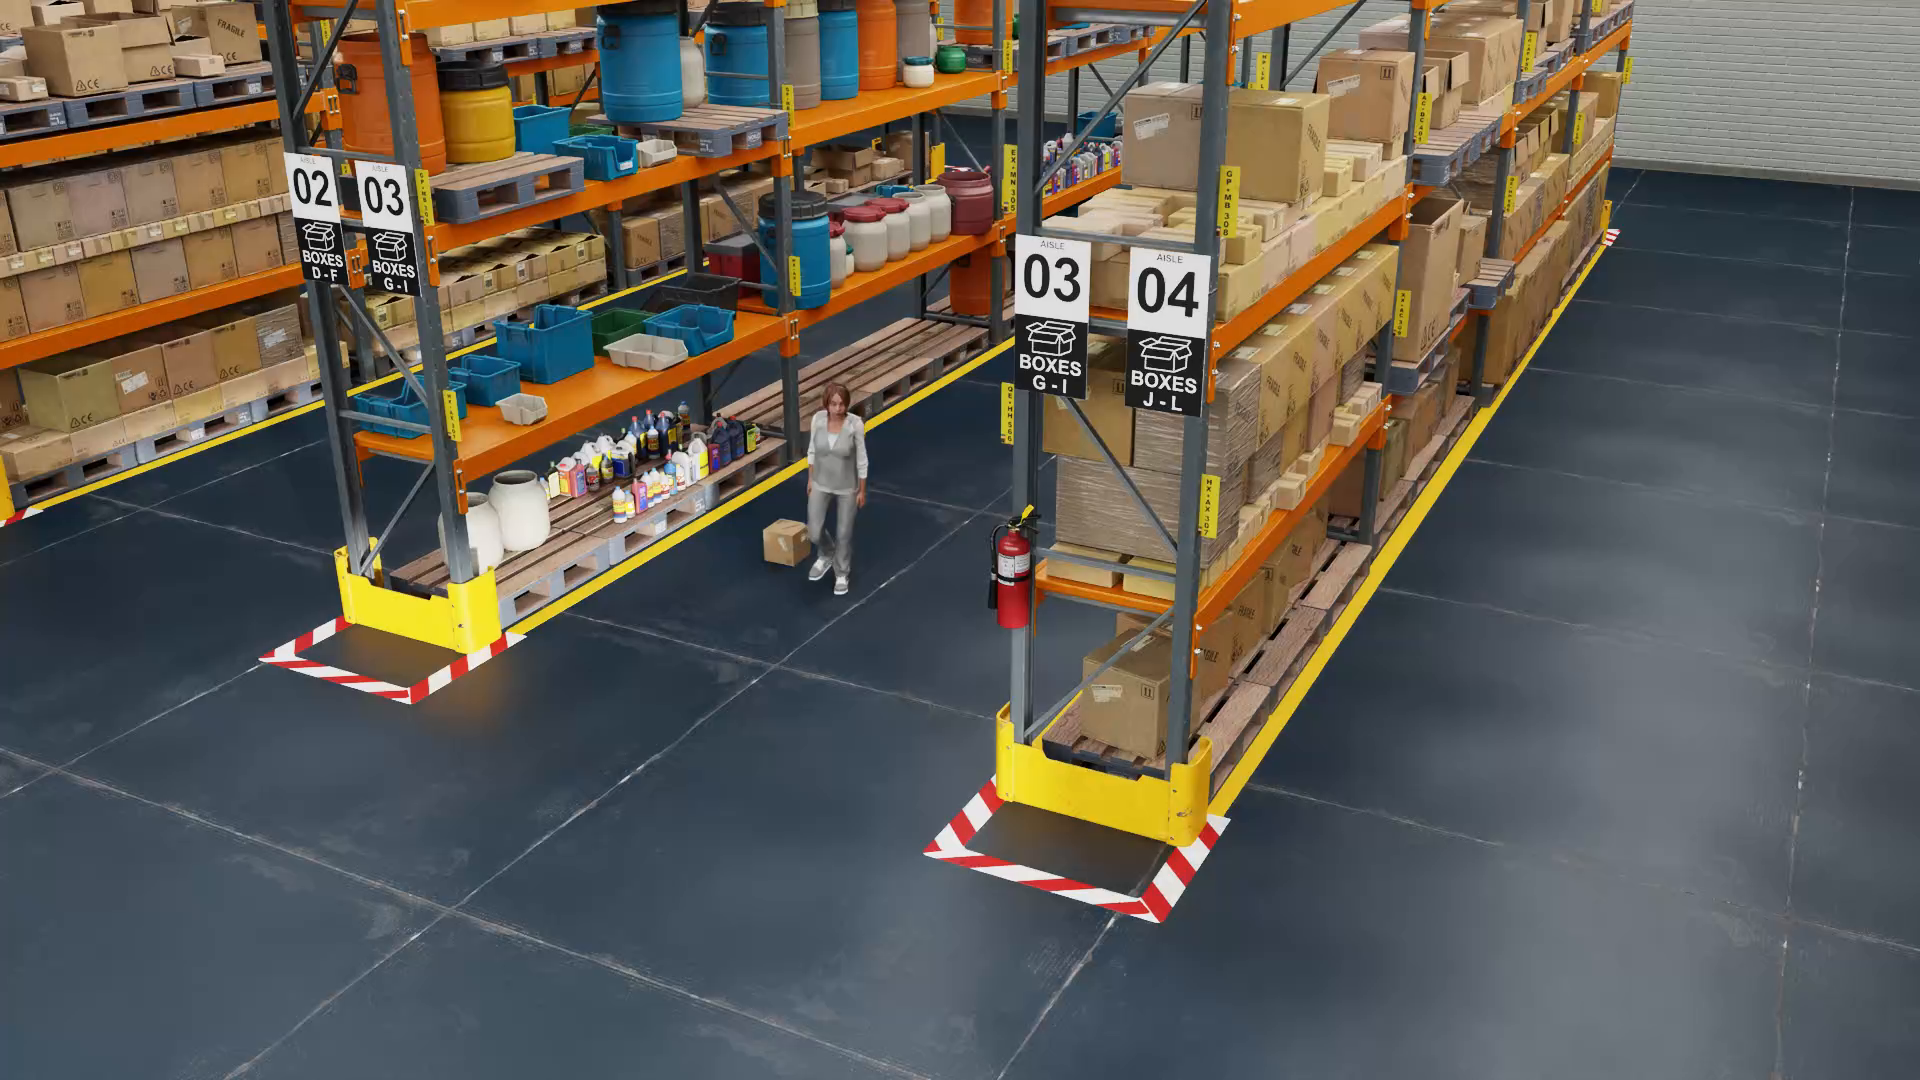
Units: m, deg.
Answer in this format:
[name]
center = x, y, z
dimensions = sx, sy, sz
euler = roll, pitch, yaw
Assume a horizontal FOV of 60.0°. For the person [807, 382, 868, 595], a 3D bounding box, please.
[person]
center = -0.857, -0.362, 11.545
dimensions = 0.463, 1.586, 0.430
euler = 2, 23, 4
